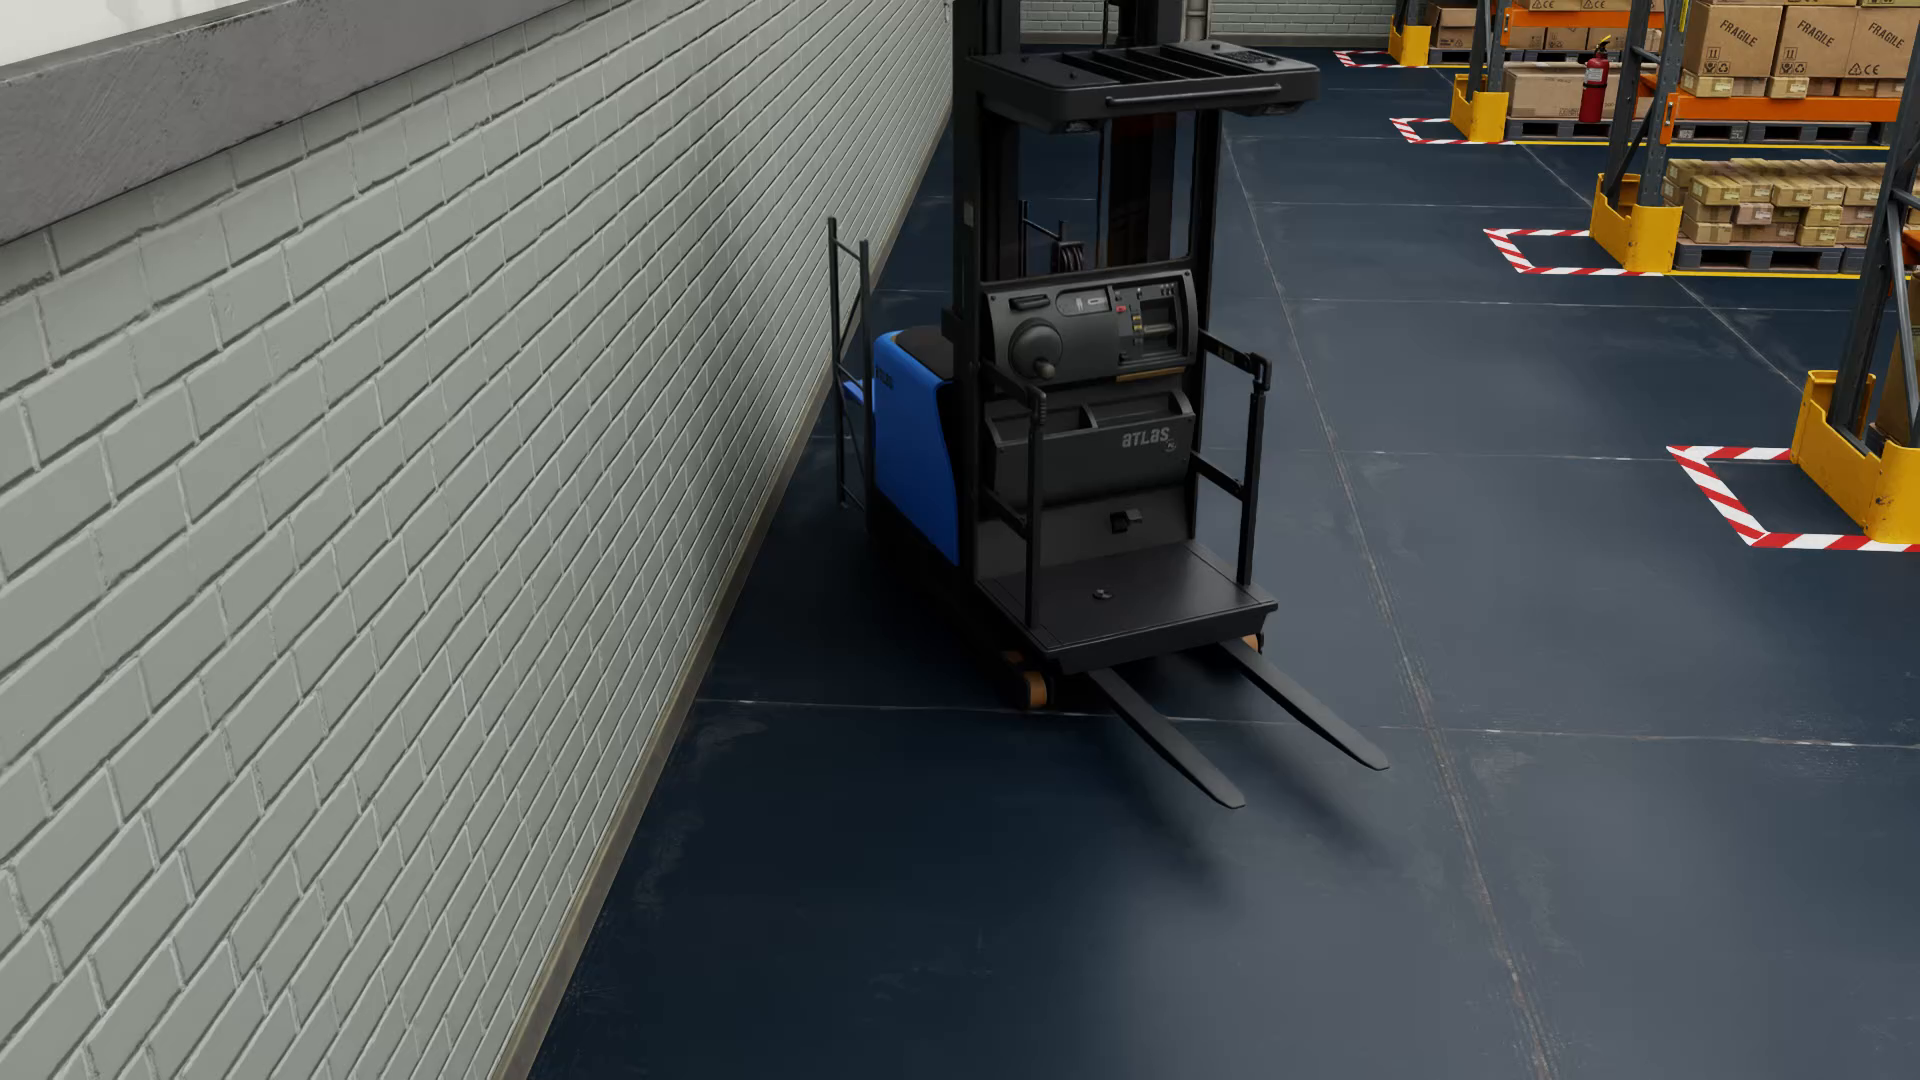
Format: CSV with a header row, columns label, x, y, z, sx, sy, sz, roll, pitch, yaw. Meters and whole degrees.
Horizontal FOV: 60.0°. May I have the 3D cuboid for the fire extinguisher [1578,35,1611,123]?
label,x,y,z,sx,sy,sz,roll,pitch,yaw
fire extinguisher,5.019,-3.645,13.121,0.183,0.674,0.296,2,25,4

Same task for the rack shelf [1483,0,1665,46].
label,x,y,z,sx,sy,sz,roll,pitch,yaw
rack shelf,7.507,-5.324,17.093,4.000,0.370,1.077,2,25,4

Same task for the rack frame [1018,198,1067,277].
label,x,y,z,sx,sy,sz,roll,pitch,yaw
rack frame,0.407,-0.951,8.523,0.032,1.500,0.500,-10,27,-20

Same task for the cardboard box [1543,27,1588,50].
label,x,y,z,sx,sy,sz,roll,pitch,yaw
cardboard box,7.861,-6.678,21.662,0.500,0.500,0.500,2,25,5

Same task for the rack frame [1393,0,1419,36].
label,x,y,z,sx,sy,sz,roll,pitch,yaw
rack frame,5.890,-7.784,21.578,0.127,3.000,1.000,2,25,4

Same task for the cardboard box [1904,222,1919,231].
label,x,y,z,sx,sy,sz,roll,pitch,yaw
cardboard box,7.276,-2.350,12.677,0.250,0.149,0.380,2,25,4

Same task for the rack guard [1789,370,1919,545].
label,x,y,z,sx,sy,sz,roll,pitch,yaw
rack guard,4.731,-0.450,8.630,0.348,0.500,1.175,2,25,4

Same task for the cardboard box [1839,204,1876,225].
label,x,y,z,sx,sy,sz,roll,pitch,yaw
cardboard box,6.777,-2.530,12.713,0.250,0.149,0.380,1,25,1

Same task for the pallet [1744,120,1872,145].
label,x,y,z,sx,sy,sz,roll,pitch,yaw
pallet,8.749,-4.377,17.510,1.213,0.211,1.003,2,25,4

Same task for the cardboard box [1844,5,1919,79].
label,x,y,z,sx,sy,sz,roll,pitch,yaw
cardboard box,6.685,-3.672,12.167,0.500,0.500,0.500,2,25,5

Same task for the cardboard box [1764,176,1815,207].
label,x,y,z,sx,sy,sz,roll,pitch,yaw
cardboard box,6.257,-2.636,12.587,0.250,0.149,0.380,2,25,4

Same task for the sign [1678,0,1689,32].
label,x,y,z,sx,sy,sz,roll,pitch,yaw
sign,5.194,-3.816,11.919,0.005,0.325,0.100,2,25,4

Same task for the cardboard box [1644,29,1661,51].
label,x,y,z,sx,sy,sz,roll,pitch,yaw
cardboard box,8.944,-6.512,21.581,0.258,0.266,0.396,3,25,6

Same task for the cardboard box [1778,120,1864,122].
label,x,y,z,sx,sy,sz,roll,pitch,yaw
cardboard box,8.884,-4.679,17.392,0.875,0.438,0.875,1,25,3

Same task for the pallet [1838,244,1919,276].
label,x,y,z,sx,sy,sz,roll,pitch,yaw
pallet,7.331,-2.299,12.993,1.213,0.211,1.003,2,25,4

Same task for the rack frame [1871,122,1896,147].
label,x,y,z,sx,sy,sz,roll,pitch,yaw
rack frame,9.502,-5.587,16.804,0.127,3.000,1.000,2,25,4

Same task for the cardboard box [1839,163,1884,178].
label,x,y,z,sx,sy,sz,roll,pitch,yaw
cardboard box,7.076,-2.841,13.033,0.250,0.149,0.380,1,25,2

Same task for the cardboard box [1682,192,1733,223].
label,x,y,z,sx,sy,sz,roll,pitch,yaw
cardboard box,5.738,-2.556,12.768,0.250,0.149,0.380,3,25,6

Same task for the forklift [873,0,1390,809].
label,x,y,z,sx,sy,sz,roll,pitch,yaw
forklift,0.633,-0.843,6.575,1.130,2.935,3.031,-10,27,-21

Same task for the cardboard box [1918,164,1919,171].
label,x,y,z,sx,sy,sz,roll,pitch,yaw
cardboard box,7.582,-2.820,12.987,0.250,0.149,0.380,1,25,2

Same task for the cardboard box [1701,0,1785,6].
label,x,y,z,sx,sy,sz,roll,pitch,yaw
cardboard box,5.662,-4.158,12.027,0.500,0.500,0.500,2,25,4

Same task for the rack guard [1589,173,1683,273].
label,x,y,z,sx,sy,sz,roll,pitch,yaw
rack guard,5.311,-2.511,13.108,0.348,0.500,1.175,2,25,4

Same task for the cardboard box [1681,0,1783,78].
label,x,y,z,sx,sy,sz,roll,pitch,yaw
cardboard box,5.662,-3.700,12.227,0.500,0.500,0.500,3,25,6

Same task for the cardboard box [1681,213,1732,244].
label,x,y,z,sx,sy,sz,roll,pitch,yaw
cardboard box,5.733,-2.394,12.773,0.250,0.149,0.380,2,25,5

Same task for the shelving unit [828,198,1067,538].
label,x,y,z,sx,sy,sz,roll,pitch,yaw
shelving unit,-0.062,-0.869,8.345,1.048,1.500,0.538,-10,27,-20

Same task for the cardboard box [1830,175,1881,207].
label,x,y,z,sx,sy,sz,roll,pitch,yaw
cardboard box,6.786,-2.650,12.617,0.250,0.149,0.380,3,25,6

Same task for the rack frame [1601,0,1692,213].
label,x,y,z,sx,sy,sz,roll,pitch,yaw
rack frame,5.235,-3.649,12.591,0.127,3.000,1.000,2,25,4

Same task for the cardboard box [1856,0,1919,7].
label,x,y,z,sx,sy,sz,roll,pitch,yaw
cardboard box,6.683,-4.119,11.942,0.500,0.500,0.500,1,25,3

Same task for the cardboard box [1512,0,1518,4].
label,x,y,z,sx,sy,sz,roll,pitch,yaw
cardboard box,6.014,-5.855,17.267,0.500,0.500,0.500,2,25,4

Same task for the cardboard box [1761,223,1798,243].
label,x,y,z,sx,sy,sz,roll,pitch,yaw
cardboard box,6.248,-2.415,12.818,0.250,0.149,0.380,2,25,5

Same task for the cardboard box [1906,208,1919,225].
label,x,y,z,sx,sy,sz,roll,pitch,yaw
cardboard box,7.319,-2.526,12.703,0.250,0.149,0.380,3,25,6

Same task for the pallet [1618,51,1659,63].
label,x,y,z,sx,sy,sz,roll,pitch,yaw
pallet,9.193,-6.411,21.931,1.213,0.211,1.003,2,25,4

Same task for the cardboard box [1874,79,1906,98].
label,x,y,z,sx,sy,sz,roll,pitch,yaw
cardboard box,6.835,-3.376,12.299,0.250,0.149,0.380,1,25,3

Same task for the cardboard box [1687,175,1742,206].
label,x,y,z,sx,sy,sz,roll,pitch,yaw
cardboard box,5.731,-2.656,12.631,0.250,0.149,0.380,1,25,2

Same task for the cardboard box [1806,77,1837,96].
label,x,y,z,sx,sy,sz,roll,pitch,yaw
cardboard box,6.323,-3.415,12.383,0.250,0.149,0.380,3,25,6

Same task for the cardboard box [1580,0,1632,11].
label,x,y,z,sx,sy,sz,roll,pitch,yaw
cardboard box,6.476,-5.621,16.757,0.500,0.500,0.500,1,25,3

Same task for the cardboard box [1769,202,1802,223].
label,x,y,z,sx,sy,sz,roll,pitch,yaw
cardboard box,6.257,-2.553,12.761,0.250,0.149,0.380,2,25,5

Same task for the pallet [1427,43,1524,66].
label,x,y,z,sx,sy,sz,roll,pitch,yaw
pallet,6.760,-6.489,22.101,1.213,0.211,1.003,2,25,4

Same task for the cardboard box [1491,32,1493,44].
label,x,y,z,sx,sy,sz,roll,pitch,yaw
cardboard box,6.913,-6.591,21.893,0.250,0.149,0.380,1,25,2

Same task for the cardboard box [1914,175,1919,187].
label,x,y,z,sx,sy,sz,roll,pitch,yaw
cardboard box,7.303,-2.654,12.626,0.250,0.149,0.380,2,25,4

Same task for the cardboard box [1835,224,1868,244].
label,x,y,z,sx,sy,sz,roll,pitch,yaw
cardboard box,6.756,-2.393,12.769,0.250,0.149,0.380,2,25,4

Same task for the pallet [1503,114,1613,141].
label,x,y,z,sx,sy,sz,roll,pitch,yaw
pallet,6.317,-4.455,17.680,1.213,0.211,1.003,2,25,4

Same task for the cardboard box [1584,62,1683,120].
label,x,y,z,sx,sy,sz,roll,pitch,yaw
cardboard box,7.092,-4.737,17.518,0.875,0.438,0.875,2,25,5

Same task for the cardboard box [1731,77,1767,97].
label,x,y,z,sx,sy,sz,roll,pitch,yaw
cardboard box,5.790,-3.397,12.344,0.250,0.149,0.380,3,25,6

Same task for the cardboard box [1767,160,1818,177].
label,x,y,z,sx,sy,sz,roll,pitch,yaw
cardboard box,6.550,-2.881,13.120,0.250,0.149,0.380,1,25,2

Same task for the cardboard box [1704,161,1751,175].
label,x,y,z,sx,sy,sz,roll,pitch,yaw
cardboard box,6.028,-2.871,13.098,0.250,0.149,0.380,2,25,5
